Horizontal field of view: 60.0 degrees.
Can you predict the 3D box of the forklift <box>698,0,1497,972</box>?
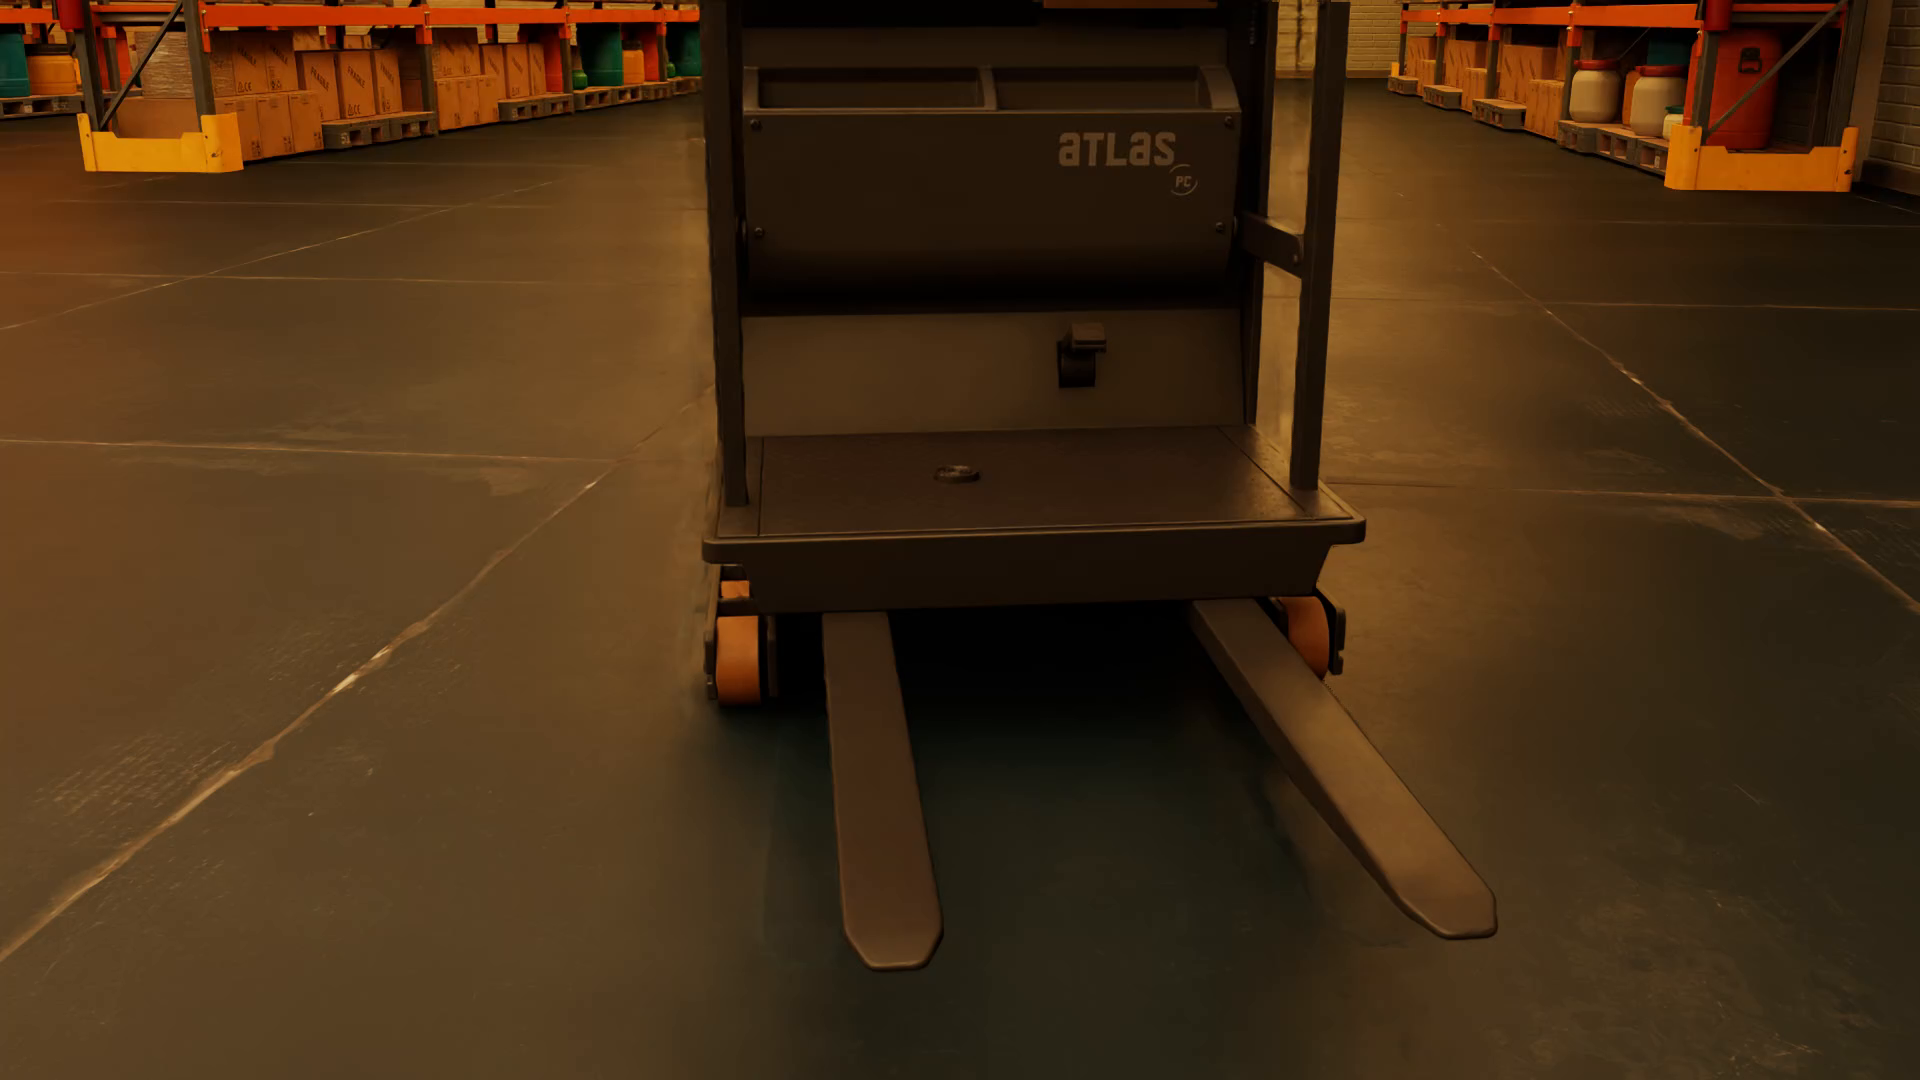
[{"bbox_3d":[0.083,-1.211,2.794,1.130,2.935,3.031,-2,18,-6],"label":"forklift"}]
